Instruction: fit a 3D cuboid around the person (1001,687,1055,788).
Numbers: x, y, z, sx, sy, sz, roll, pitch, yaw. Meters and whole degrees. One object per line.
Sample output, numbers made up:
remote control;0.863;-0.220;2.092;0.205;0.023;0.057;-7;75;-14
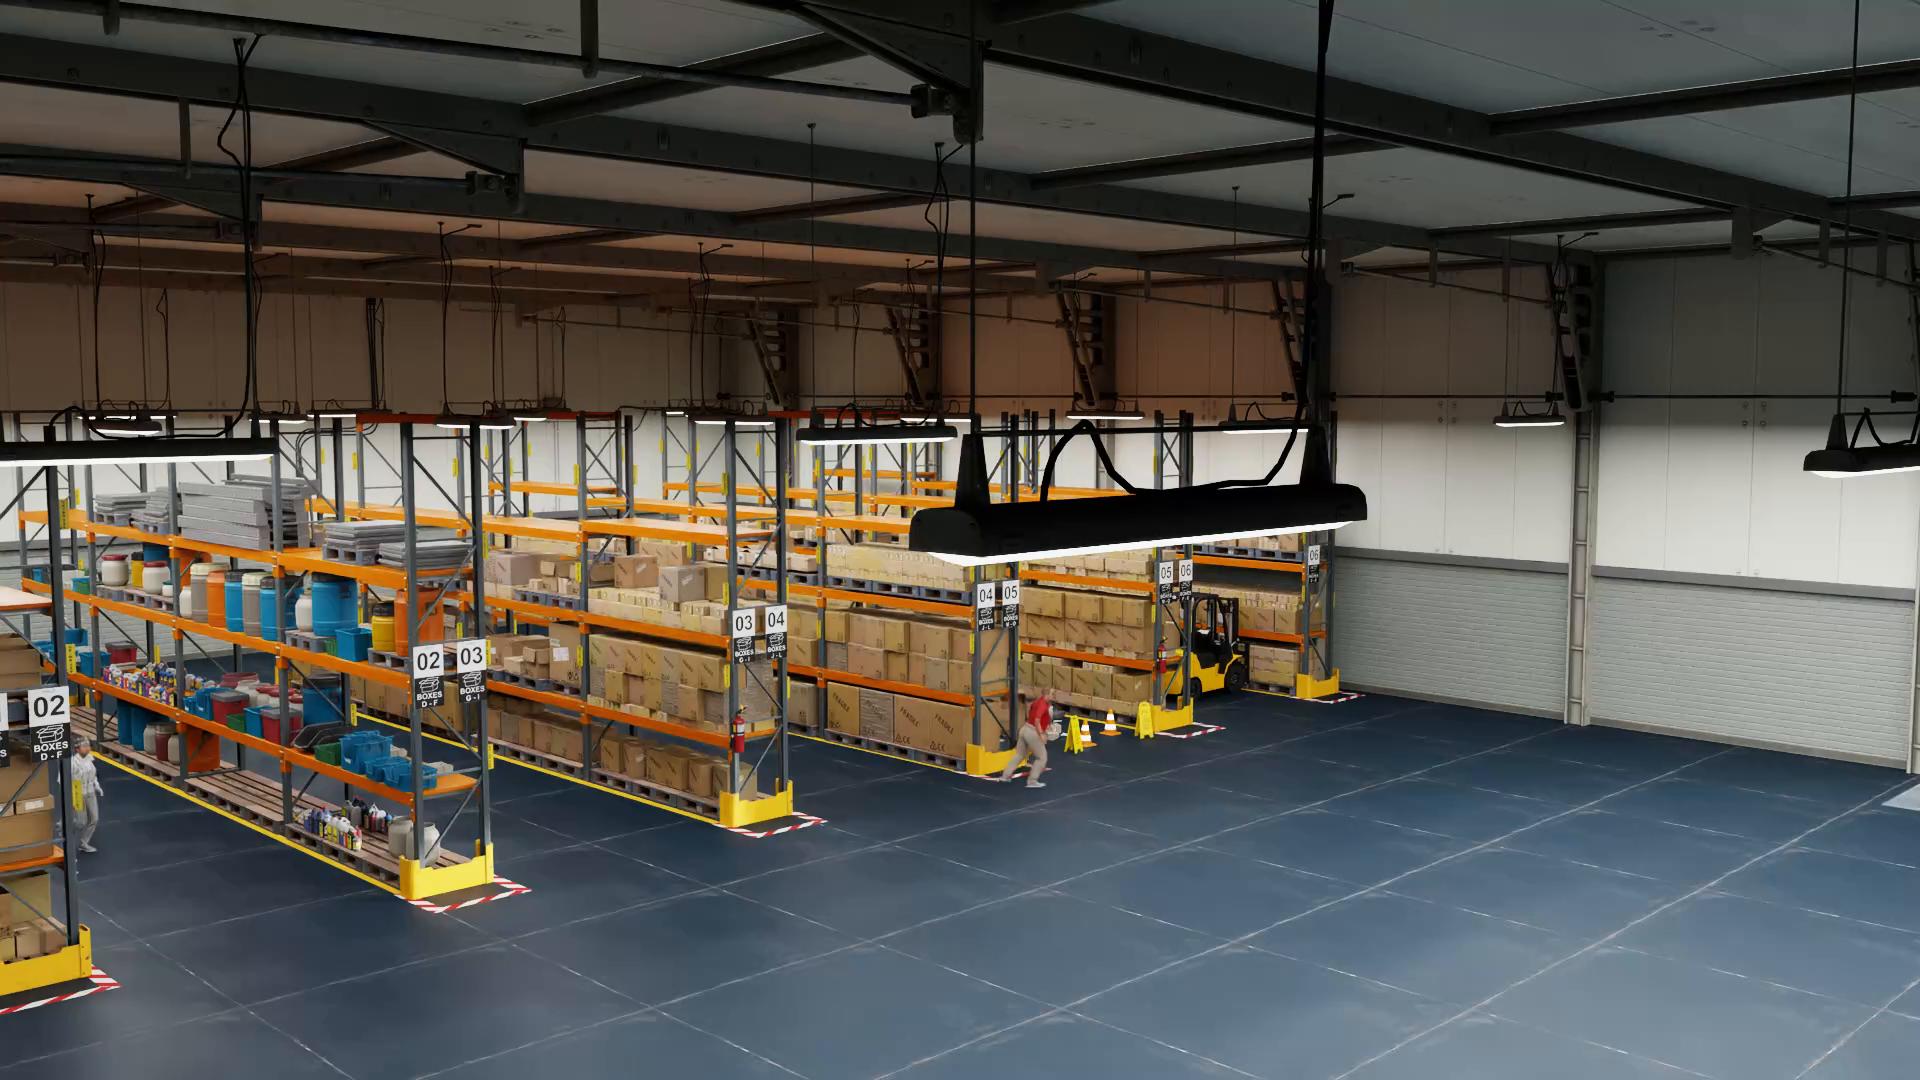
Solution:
person;1.139;3.185;26.906;0.912;1.643;0.709;-2;5;-21

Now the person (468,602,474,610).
person;-11.322;2.174;38.023;0.721;1.762;0.888;-4;7;-41

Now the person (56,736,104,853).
person;-12.254;3.514;23.103;0.595;1.638;0.603;2;5;24
